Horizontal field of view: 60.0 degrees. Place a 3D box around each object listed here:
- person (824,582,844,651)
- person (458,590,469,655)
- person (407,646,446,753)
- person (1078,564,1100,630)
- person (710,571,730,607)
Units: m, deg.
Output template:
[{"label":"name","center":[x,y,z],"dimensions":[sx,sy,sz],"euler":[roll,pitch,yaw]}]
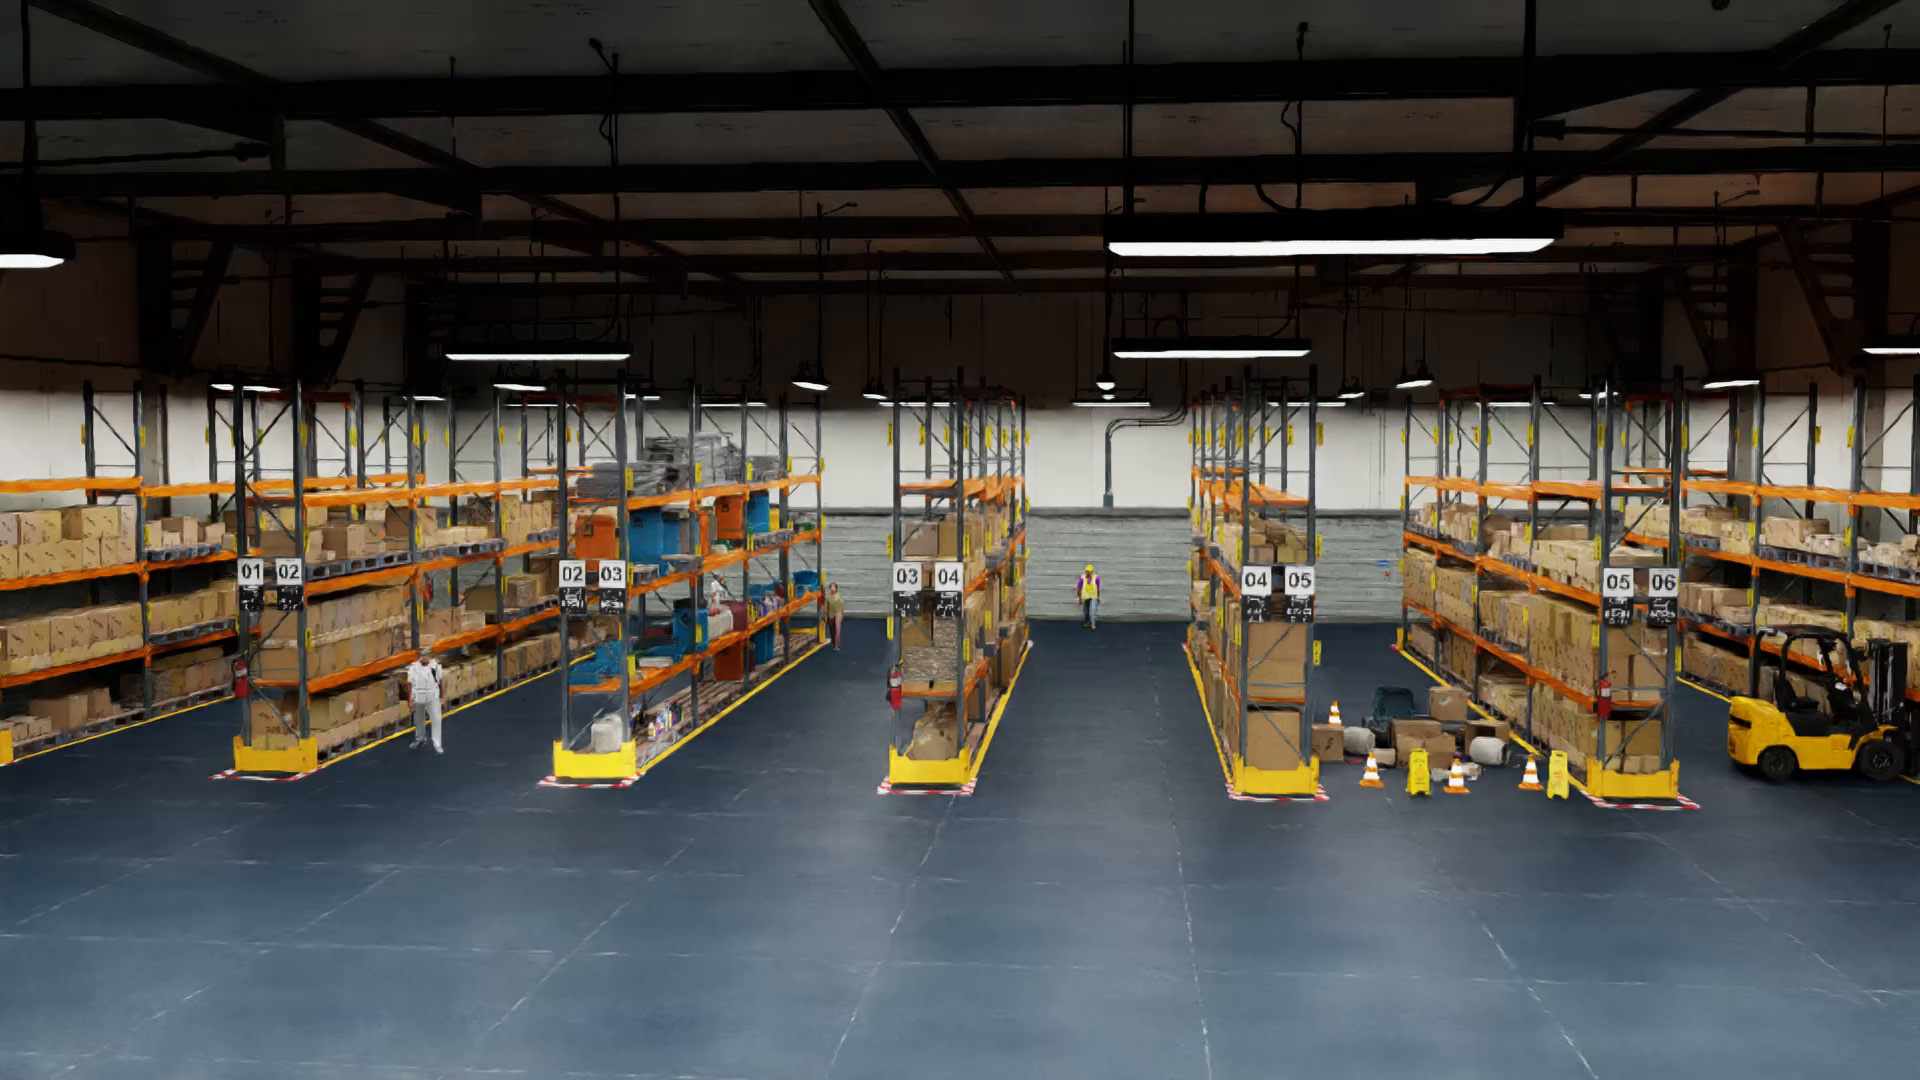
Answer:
[{"label":"person","center":[-2.976,1.764,38.967],"dimensions":[0.451,1.585,1.097],"euler":[0,4,4]},{"label":"person","center":[-11.029,1.900,37.016],"dimensions":[0.589,1.600,0.819],"euler":[1,4,11]},{"label":"person","center":[-8.474,2.511,26.394],"dimensions":[0.586,1.711,0.972],"euler":[-1,4,-17]},{"label":"person","center":[3.341,1.468,43.132],"dimensions":[0.577,1.691,1.121],"euler":[0,4,7]},{"label":"person","center":[-5.991,1.583,41.563],"dimensions":[0.525,1.657,0.709],"euler":[3,4,35]}]
